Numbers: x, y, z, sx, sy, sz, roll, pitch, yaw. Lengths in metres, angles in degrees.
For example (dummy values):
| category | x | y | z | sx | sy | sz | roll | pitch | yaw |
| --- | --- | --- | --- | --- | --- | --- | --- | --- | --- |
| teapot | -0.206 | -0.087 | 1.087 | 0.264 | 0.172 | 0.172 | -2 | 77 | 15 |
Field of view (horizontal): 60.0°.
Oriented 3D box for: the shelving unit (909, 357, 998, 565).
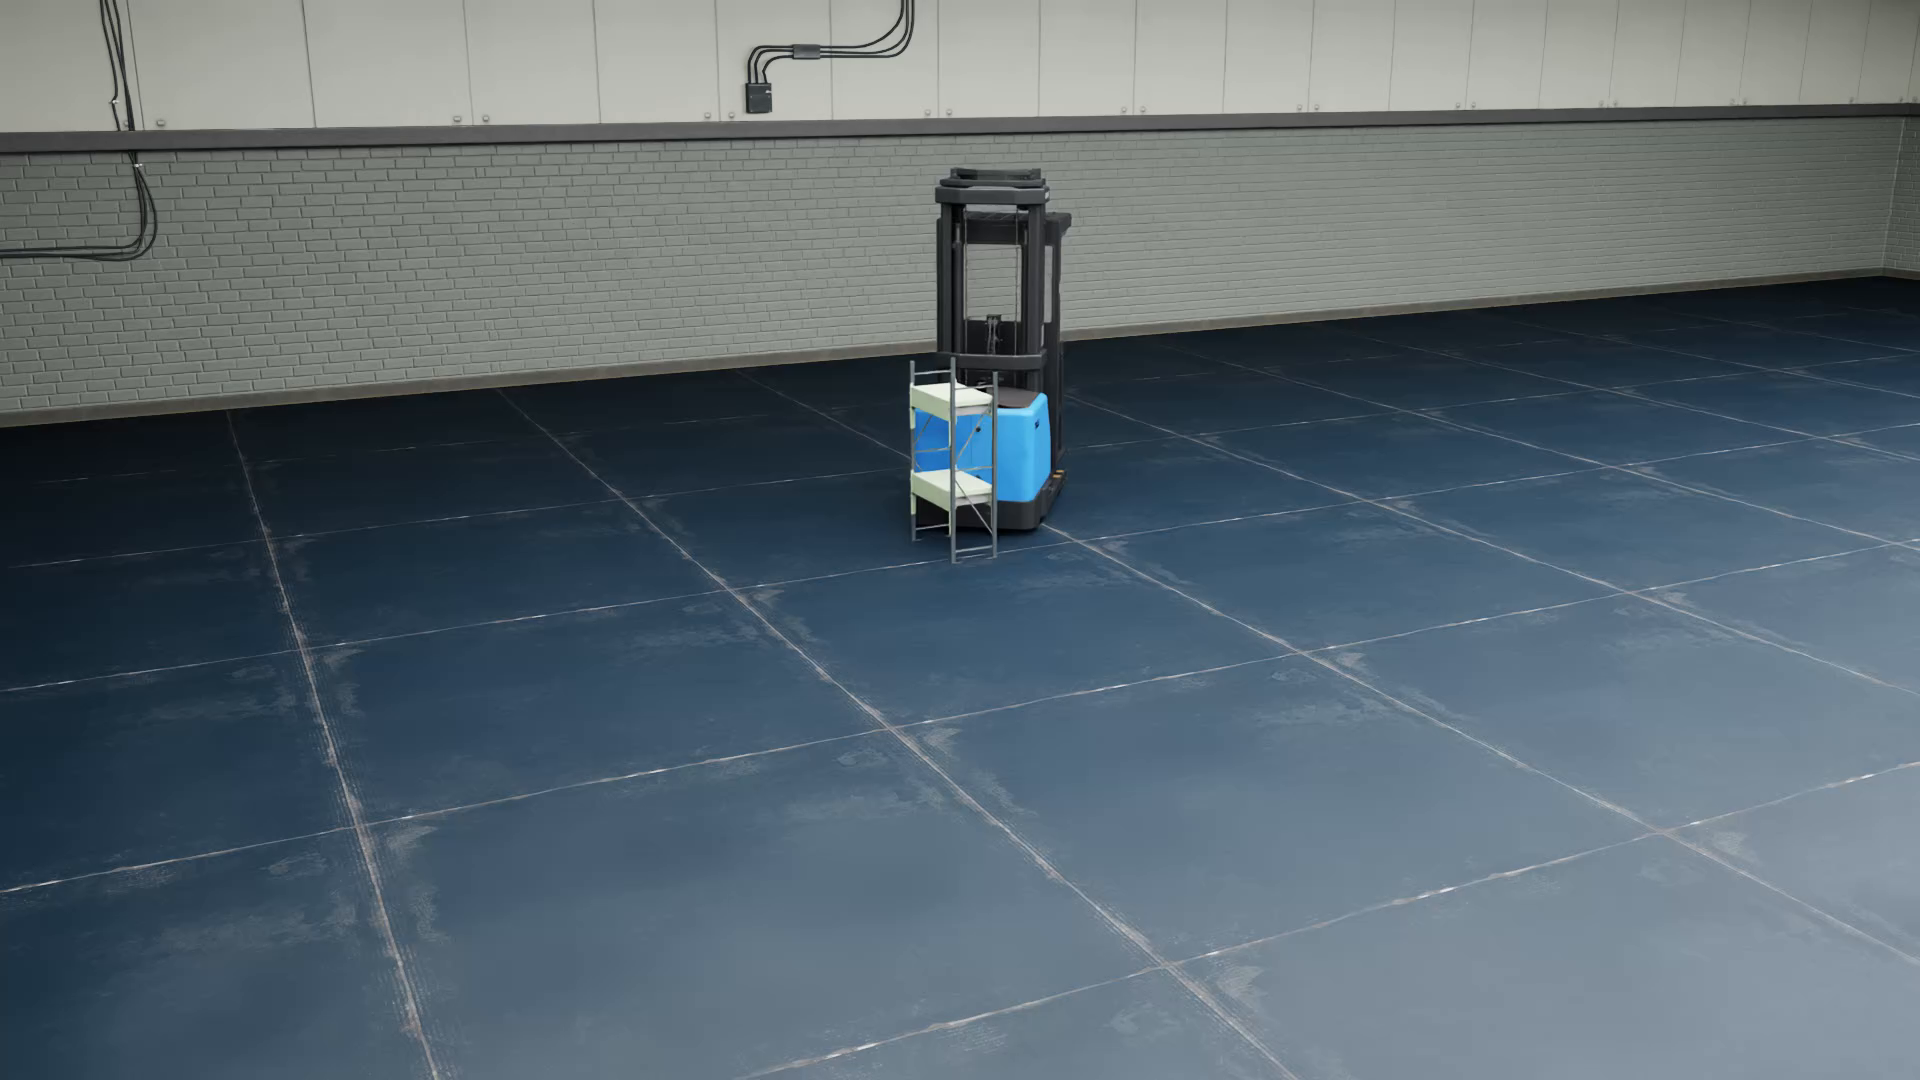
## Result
| category | x | y | z | sx | sy | sz | roll | pitch | yaw |
| --- | --- | --- | --- | --- | --- | --- | --- | --- | --- |
| shelving unit | -0.058 | -0.640 | 13.262 | 0.431 | 1.500 | 0.755 | -8 | 18 | -26 |

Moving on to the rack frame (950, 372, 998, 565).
| category | x | y | z | sx | sy | sz | roll | pitch | yaw |
| --- | --- | --- | --- | --- | --- | --- | --- | --- | --- |
| rack frame | 0.107 | -0.550 | 12.948 | 0.400 | 1.500 | 0.023 | -8 | 18 | -26 |

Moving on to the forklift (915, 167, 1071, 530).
| category | x | y | z | sx | sy | sz | roll | pitch | yaw |
| --- | --- | --- | --- | --- | --- | --- | --- | --- | --- |
| forklift | 0.385 | -1.855 | 14.903 | 1.130 | 2.935 | 3.031 | 3 | 16 | 11 |

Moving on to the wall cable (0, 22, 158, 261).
| category | x | y | z | sx | sy | sz | roll | pitch | yaw |
| --- | --- | --- | --- | --- | --- | --- | --- | --- | --- |
| wall cable | -10.140 | -4.074 | 17.261 | 3.097 | 2.526 | 0.112 | -8 | 18 | -25 |

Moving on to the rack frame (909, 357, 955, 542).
| category | x | y | z | sx | sy | sz | roll | pitch | yaw |
| --- | --- | --- | --- | --- | --- | --- | --- | --- | --- |
| rack frame | -0.222 | -0.730 | 13.577 | 0.400 | 1.500 | 0.023 | -8 | 18 | -26 |

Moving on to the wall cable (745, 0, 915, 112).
| category | x | y | z | sx | sy | sz | roll | pitch | yaw |
| --- | --- | --- | --- | --- | --- | --- | --- | --- | --- |
| wall cable | -1.599 | -8.344 | 20.348 | 2.305 | 6.003 | 0.169 | -8 | 18 | -25 |

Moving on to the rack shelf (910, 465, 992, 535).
| category | x | y | z | sx | sy | sz | roll | pitch | yaw |
| --- | --- | --- | --- | --- | --- | --- | --- | --- | --- |
| rack shelf | -0.058 | -0.327 | 13.352 | 0.431 | 0.370 | 0.720 | -8 | 18 | -26 |

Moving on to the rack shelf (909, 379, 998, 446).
| category | x | y | z | sx | sy | sz | roll | pitch | yaw |
| --- | --- | --- | --- | --- | --- | --- | --- | --- | --- |
| rack shelf | -0.058 | -1.015 | 13.155 | 0.431 | 0.370 | 0.720 | -8 | 18 | -26 |

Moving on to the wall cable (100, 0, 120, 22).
| category | x | y | z | sx | sy | sz | roll | pitch | yaw |
| --- | --- | --- | --- | --- | --- | --- | --- | --- | --- |
| wall cable | -7.708 | -6.828 | 17.704 | 3.097 | 2.526 | 0.112 | -8 | 18 | -25 |
